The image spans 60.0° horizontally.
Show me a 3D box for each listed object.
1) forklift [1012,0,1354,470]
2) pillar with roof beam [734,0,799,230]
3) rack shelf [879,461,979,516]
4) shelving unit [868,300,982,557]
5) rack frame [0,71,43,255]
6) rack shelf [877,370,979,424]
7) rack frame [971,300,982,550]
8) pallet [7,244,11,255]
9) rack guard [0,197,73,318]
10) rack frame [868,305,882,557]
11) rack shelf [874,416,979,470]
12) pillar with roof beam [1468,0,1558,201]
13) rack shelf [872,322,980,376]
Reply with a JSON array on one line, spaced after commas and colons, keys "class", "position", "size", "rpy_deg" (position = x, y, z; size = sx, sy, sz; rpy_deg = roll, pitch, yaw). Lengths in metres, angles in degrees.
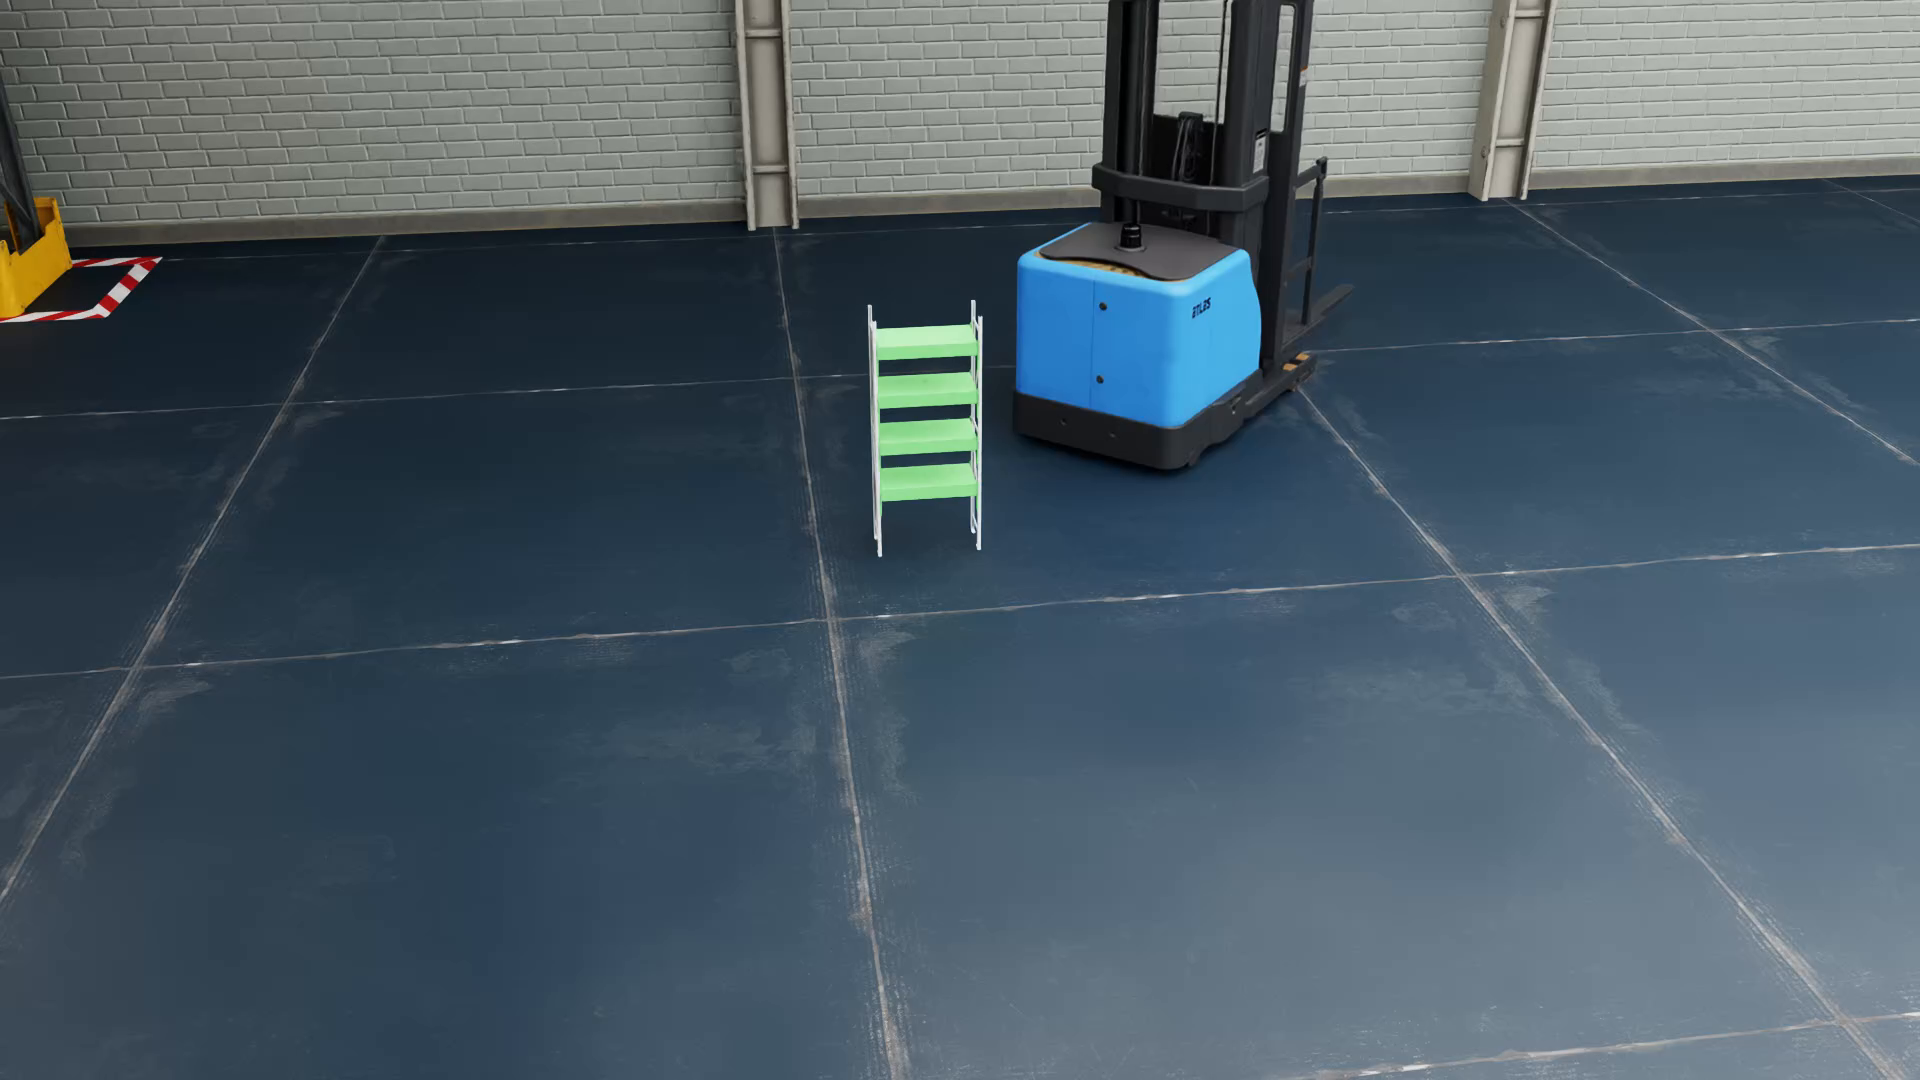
[{"class": "forklift", "position": [1.518, -2.303, 9.528], "size": [1.130, 2.935, 3.031], "rpy_deg": [17, 31, 29]}, {"class": "pillar with roof beam", "position": [-0.875, -4.549, 7.259], "size": [0.400, 9.000, 9.100], "rpy_deg": [-4, 27, -7]}, {"class": "rack shelf", "position": [-0.164, -0.253, 8.094], "size": [0.480, 0.148, 0.258], "rpy_deg": [-4, 27, -7]}, {"class": "shelving unit", "position": [-0.164, -0.523, 7.956], "size": [0.503, 1.200, 0.258], "rpy_deg": [-4, 27, -7]}, {"class": "rack frame", "position": [-6.601, -3.082, 10.970], "size": [0.127, 3.000, 1.000], "rpy_deg": [-4, 27, -7]}, {"class": "rack shelf", "position": [-0.164, -0.680, 7.875], "size": [0.480, 0.148, 0.258], "rpy_deg": [-4, 27, -7]}, {"class": "rack frame", "position": [0.078, -0.539, 7.986], "size": [0.015, 1.200, 0.240], "rpy_deg": [-4, 27, -7]}, {"class": "pallet", "position": [-7.352, -1.774, 11.475], "size": [1.213, 0.211, 1.003], "rpy_deg": [-4, 27, -7]}, {"class": "rack guard", "position": [-6.577, -1.971, 11.544], "size": [0.348, 0.500, 1.175], "rpy_deg": [-4, 27, -7]}, {"class": "rack frame", "position": [-0.406, -0.508, 7.925], "size": [0.015, 1.200, 0.240], "rpy_deg": [-4, 27, -7]}, {"class": "rack shelf", "position": [-0.164, -0.466, 7.985], "size": [0.480, 0.148, 0.258], "rpy_deg": [-4, 27, -7]}, {"class": "pillar with roof beam", "position": [5.067, -4.931, 8.003], "size": [0.400, 9.000, 9.100], "rpy_deg": [-4, 27, -7]}, {"class": "rack shelf", "position": [-0.164, -0.893, 7.766], "size": [0.480, 0.148, 0.258], "rpy_deg": [-4, 27, -7]}]
